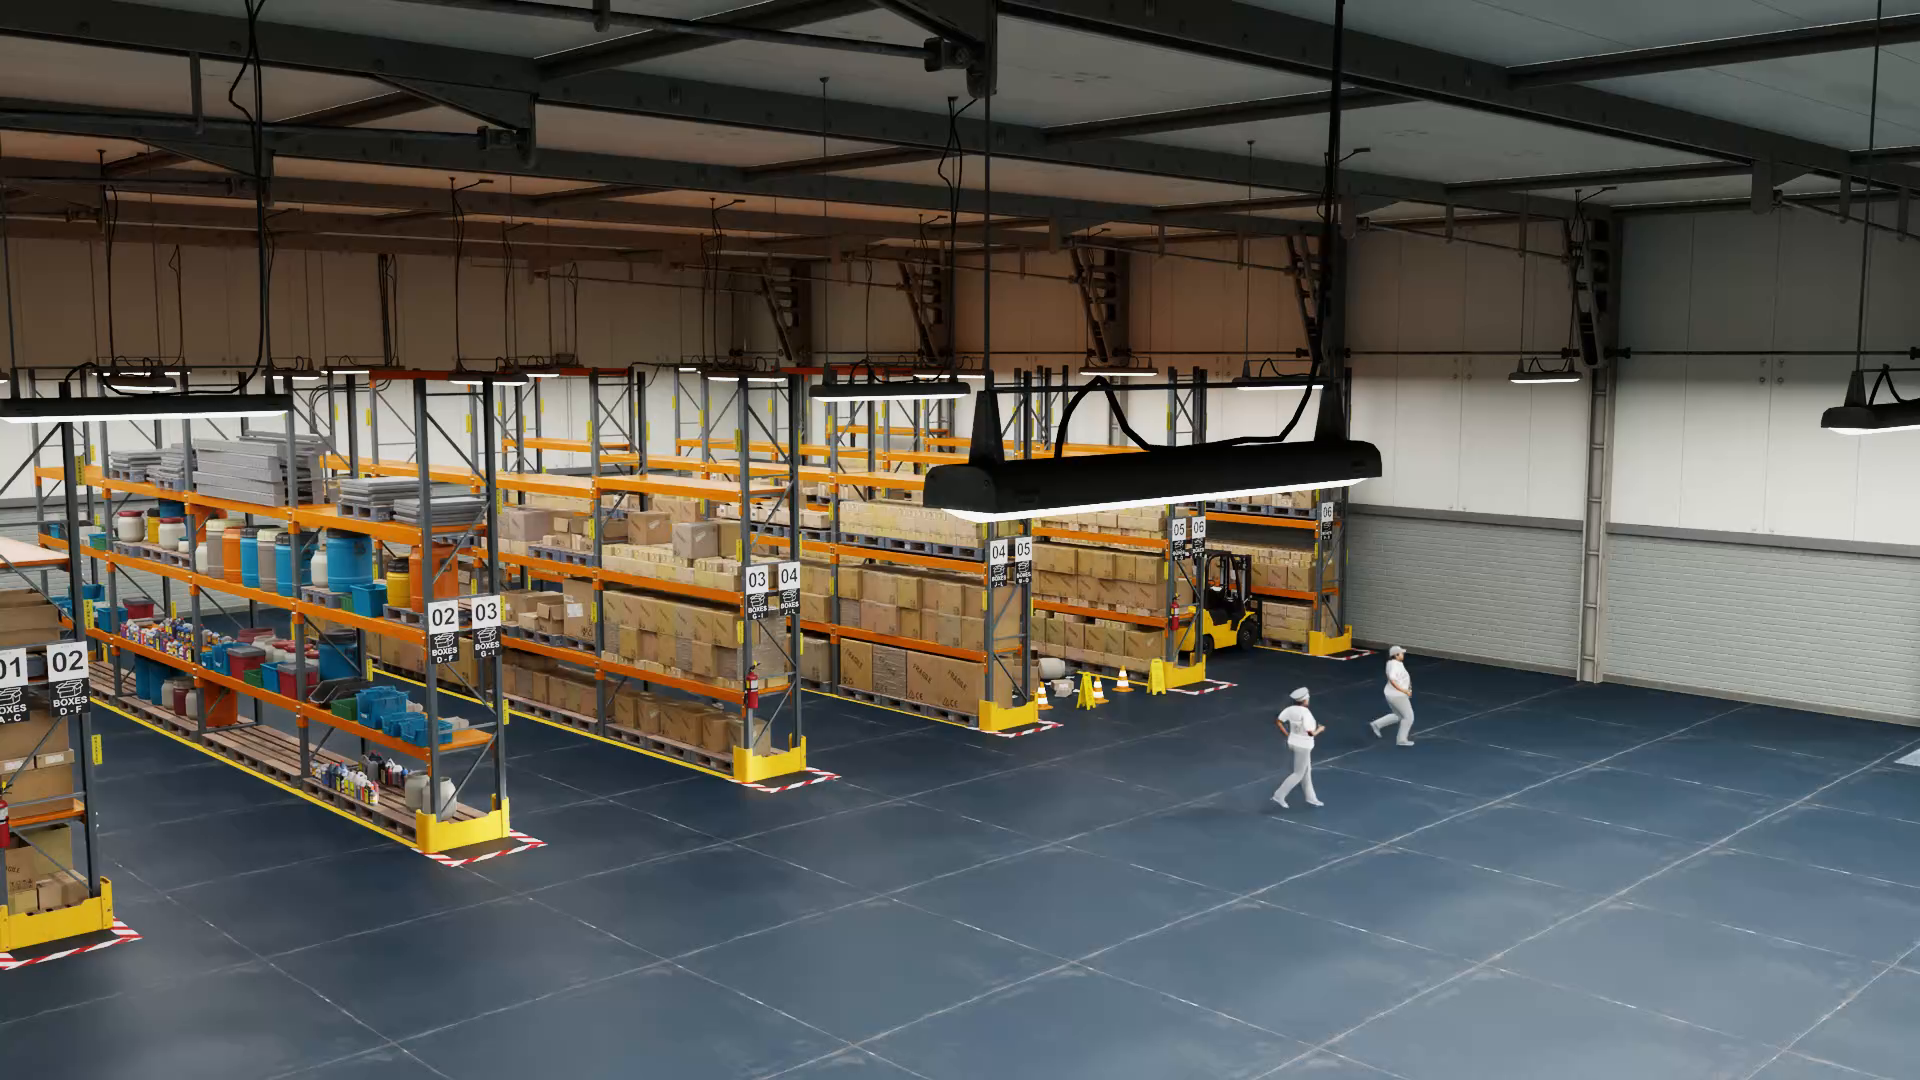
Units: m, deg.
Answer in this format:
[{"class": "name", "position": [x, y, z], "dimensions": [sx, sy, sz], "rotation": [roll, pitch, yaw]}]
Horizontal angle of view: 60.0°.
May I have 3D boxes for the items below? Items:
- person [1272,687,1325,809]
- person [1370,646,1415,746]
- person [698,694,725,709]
[{"class": "person", "position": [4.687, 2.886, 22.949], "dimensions": [0.883, 1.721, 0.574], "rotation": [-2, 7, -20]}, {"class": "person", "position": [7.008, 2.506, 26.790], "dimensions": [0.668, 1.621, 0.613], "rotation": [0, 6, 2]}, {"class": "person", "position": [-4.384, 2.217, 29.728], "dimensions": [0.591, 1.575, 0.534], "rotation": [5, 8, 38]}]
